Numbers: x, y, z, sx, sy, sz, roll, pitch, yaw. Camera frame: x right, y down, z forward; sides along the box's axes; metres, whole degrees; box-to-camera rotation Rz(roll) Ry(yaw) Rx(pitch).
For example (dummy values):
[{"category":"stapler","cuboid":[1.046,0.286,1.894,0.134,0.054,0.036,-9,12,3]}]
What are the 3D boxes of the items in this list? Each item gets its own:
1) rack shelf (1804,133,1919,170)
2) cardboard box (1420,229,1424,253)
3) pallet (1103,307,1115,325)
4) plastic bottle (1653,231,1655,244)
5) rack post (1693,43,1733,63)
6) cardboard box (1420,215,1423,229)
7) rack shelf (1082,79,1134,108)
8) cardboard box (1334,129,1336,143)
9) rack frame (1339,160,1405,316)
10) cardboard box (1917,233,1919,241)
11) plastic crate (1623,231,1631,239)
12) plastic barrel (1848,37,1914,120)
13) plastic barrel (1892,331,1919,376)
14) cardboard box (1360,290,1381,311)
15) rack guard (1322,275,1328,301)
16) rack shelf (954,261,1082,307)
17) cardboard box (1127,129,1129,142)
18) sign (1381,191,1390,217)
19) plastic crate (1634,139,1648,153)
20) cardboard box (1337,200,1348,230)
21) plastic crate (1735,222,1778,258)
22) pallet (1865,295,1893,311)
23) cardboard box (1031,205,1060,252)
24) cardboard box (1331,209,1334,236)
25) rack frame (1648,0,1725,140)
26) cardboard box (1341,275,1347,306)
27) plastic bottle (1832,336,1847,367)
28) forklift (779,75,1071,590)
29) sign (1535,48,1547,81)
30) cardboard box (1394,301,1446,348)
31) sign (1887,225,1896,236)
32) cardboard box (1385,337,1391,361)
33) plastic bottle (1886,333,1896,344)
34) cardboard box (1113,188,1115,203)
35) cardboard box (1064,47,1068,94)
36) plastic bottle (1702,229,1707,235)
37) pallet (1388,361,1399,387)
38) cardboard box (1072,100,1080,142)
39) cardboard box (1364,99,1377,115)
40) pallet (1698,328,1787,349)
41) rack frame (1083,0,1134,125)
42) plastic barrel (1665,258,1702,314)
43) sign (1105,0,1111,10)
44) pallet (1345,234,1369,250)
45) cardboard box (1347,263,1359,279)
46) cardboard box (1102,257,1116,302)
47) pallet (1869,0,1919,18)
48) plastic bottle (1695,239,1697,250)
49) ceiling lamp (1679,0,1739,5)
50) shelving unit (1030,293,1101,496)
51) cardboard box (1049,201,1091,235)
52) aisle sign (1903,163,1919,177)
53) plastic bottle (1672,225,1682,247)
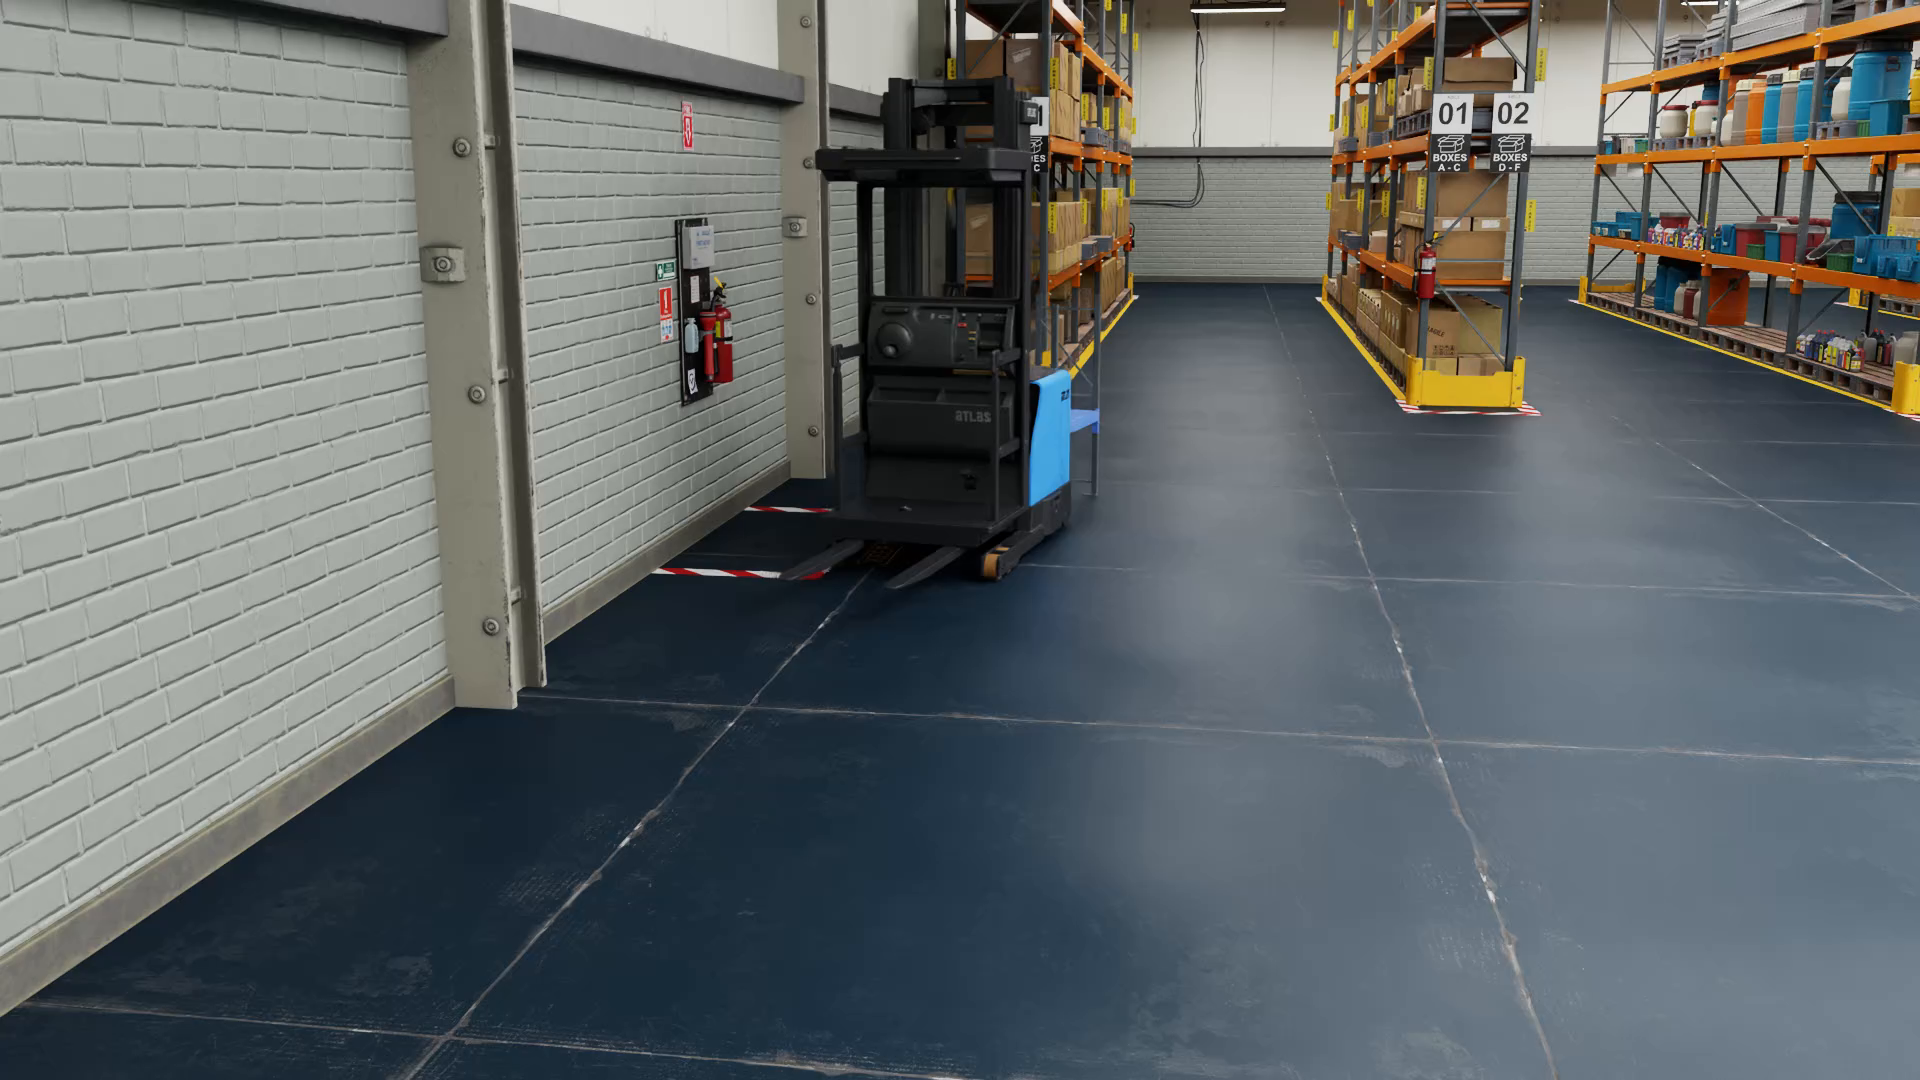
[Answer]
[{"category":"rack shelf","cuboid":[10.559,-4.286,18.351,1.077,0.370,4.000,2,12,9]},{"category":"cardboard box","cuboid":[5.600,-3.275,18.833,0.700,0.500,0.500,2,12,9]},{"category":"pallet","cuboid":[2.079,-3.794,28.095,1.003,0.211,1.213,2,12,9]},{"category":"plastic bottle","cuboid":[11.584,-5.055,27.637,0.097,0.271,0.097,0,12,0]},{"category":"rack post","cuboid":[11.912,-7.516,25.697,0.937,0.300,0.954,3,13,15]},{"category":"cardboard box","cuboid":[5.387,-3.583,18.723,0.380,0.149,0.250,2,12,10]},{"category":"rack shelf","cuboid":[2.616,-8.376,31.158,1.077,0.370,4.000,2,12,9]},{"category":"cardboard box","cuboid":[7.482,-7.786,32.052,0.500,0.250,0.500,2,12,9]},{"category":"rack frame","cuboid":[7.203,-5.415,28.999,1.000,3.000,0.127,2,12,9]},{"category":"cardboard box","cuboid":[16.872,-5.259,28.870,0.380,0.149,0.250,2,12,10]},{"category":"plastic crate","cuboid":[12.004,-5.390,29.395,0.437,0.125,0.590,2,12,9]},{"category":"plastic barrel","cuboid":[10.608,-5.301,19.165,0.600,0.901,0.708,2,12,9]},{"category":"plastic barrel","cuboid":[10.354,-1.988,18.008,0.421,0.512,0.421,0,12,0]},{"category":"cardboard box","cuboid":[6.145,-3.508,24.351,0.500,0.311,0.500,2,12,7]},{"category":"rack guard","cuboid":[7.807,-5.010,33.052,1.175,0.500,0.348,2,12,9]},{"category":"rack shelf","cuboid":[0.770,-3.141,20.156,1.077,0.370,4.000,2,12,9]},{"category":"cardboard box","cuboid":[2.994,-7.785,31.998,0.500,0.250,0.500,1,12,7]},{"category":"sign","cuboid":[5.435,-4.292,21.230,0.100,0.325,0.005,2,12,9]},{"category":"plastic crate","cuboid":[11.922,-6.838,28.879,0.416,0.233,0.300,2,12,9]},{"category":"cardboard box","cuboid":[6.910,-5.578,28.520,0.700,0.500,0.500,-2,12,-10]},{"category":"plastic crate","cuboid":[10.931,-4.126,22.865,0.402,0.464,0.583,2,12,9]},{"category":"pallet","cuboid":[17.561,-4.393,30.879,1.003,0.211,1.213,2,12,9]},{"category":"cardboard box","cuboid":[0.833,-3.469,18.499,0.500,0.500,0.500,2,12,9]},{"category":"cardboard box","cuboid":[7.416,-6.105,31.964,0.500,0.500,0.500,2,12,8]},{"category":"rack frame","cuboid":[12.097,-8.186,27.618,1.000,3.000,0.127,2,12,9]},{"category":"cardboard box","cuboid":[6.888,-4.315,28.785,0.500,0.500,0.500,1,12,6]},{"category":"plastic bottle","cuboid":[10.210,-2.187,19.266,0.144,0.351,0.185,2,12,11]},{"category":"forklift","cuboid":[-0.183,-1.284,9.995,1.130,2.935,3.031,4,13,18]},{"category":"sign","cuboid":[5.905,-4.830,16.902,0.100,0.325,0.005,2,12,9]},{"category":"cardboard box","cuboid":[5.286,-2.474,19.105,0.500,0.500,0.500,2,12,9]},{"category":"sign","cuboid":[11.409,-3.703,20.400,0.100,0.325,0.005,2,12,9]},{"category":"cardboard box","cuboid":[5.438,-2.316,20.150,0.500,0.250,0.500,2,12,9]},{"category":"plastic bottle","cuboid":[10.973,-2.258,19.593,0.144,0.351,0.185,2,12,8]},{"category":"cardboard box","cuboid":[2.401,-5.933,28.635,0.500,0.250,0.500,2,12,10]},{"category":"cardboard box","cuboid":[0.957,-5.372,19.024,0.500,0.500,0.500,2,12,10]},{"category":"plastic bottle","cuboid":[12.096,-4.917,26.995,0.097,0.271,0.097,0,12,0]},{"category":"pallet","cuboid":[5.624,-1.967,19.621,1.003,0.211,1.213,2,12,9]},{"category":"cardboard box","cuboid":[1.244,-5.320,21.156,0.500,0.500,0.500,2,12,10]},{"category":"cardboard box","cuboid":[6.851,-6.804,26.853,0.600,0.600,0.600,1,12,6]},{"category":"pallet","cuboid":[11.325,-2.898,23.938,1.003,0.211,1.213,2,12,9]},{"category":"rack frame","cuboid":[2.923,-9.340,32.971,1.000,3.000,0.127,2,12,9]},{"category":"plastic barrel","cuboid":[11.888,-4.173,27.220,0.600,0.901,0.708,2,12,9]},{"category":"sign","cuboid":[2.231,-8.154,25.065,0.100,0.325,0.005,2,12,9]},{"category":"pallet","cuboid":[6.623,-4.632,25.820,1.213,0.211,1.003,2,12,9]},{"category":"cardboard box","cuboid":[6.734,-4.473,27.740,0.500,0.250,0.500,2,12,9]},{"category":"cardboard box","cuboid":[2.337,-4.589,29.275,0.750,0.750,0.750,2,12,9]},{"category":"pallet","cuboid":[10.582,-5.806,17.971,1.003,0.211,1.213,2,12,9]},{"category":"plastic bottle","cuboid":[11.194,-4.493,25.194,0.097,0.201,0.097,0,12,0]},{"category":"ceiling lamp","cuboid":[15.614,-12.349,33.081,2.000,3.185,0.800,2,12,9]},{"category":"shelving unit","cuboid":[0.619,-0.987,12.014,0.538,1.500,1.048,5,13,21]},{"category":"cardboard box","cuboid":[1.630,-4.908,25.364,0.700,0.500,0.500,0,12,2]},{"category":"aisle sign","cuboid":[17.914,-7.202,31.120,0.394,0.787,0.004,2,12,9]},{"category":"plastic bottle","cuboid":[11.413,-4.831,26.406,0.144,0.351,0.185,2,12,9]}]
